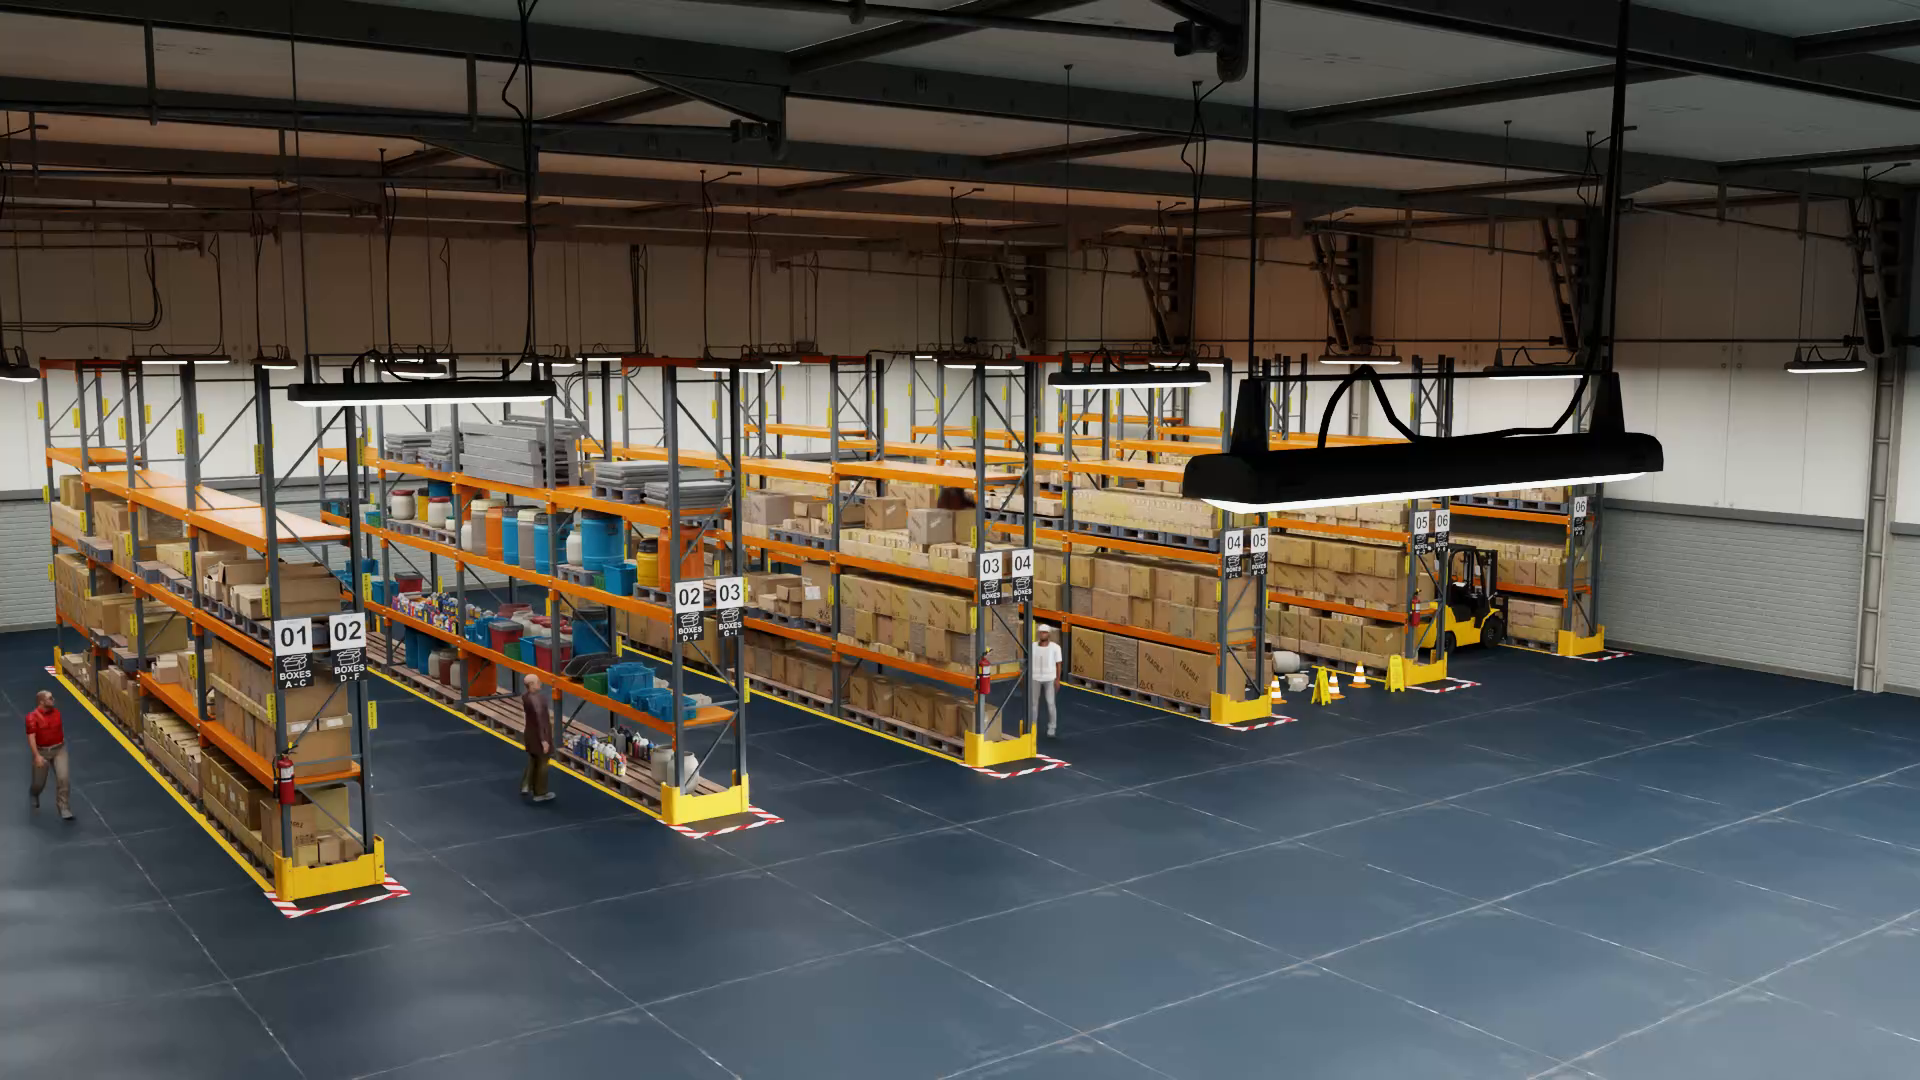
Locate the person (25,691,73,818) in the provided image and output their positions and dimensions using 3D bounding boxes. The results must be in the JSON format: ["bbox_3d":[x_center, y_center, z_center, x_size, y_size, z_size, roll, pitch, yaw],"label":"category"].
[{"bbox_3d":[-12.180,2.871,22.167,0.487,1.597,0.857,-6,9,-39],"label":"person"}]

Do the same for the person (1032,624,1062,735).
[{"bbox_3d":[1.313,2.243,26.744,0.631,1.762,0.448,1,7,7],"label":"person"}]

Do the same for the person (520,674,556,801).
[{"bbox_3d":[-5.800,2.707,22.830,0.612,1.784,0.524,5,9,38],"label":"person"}]
